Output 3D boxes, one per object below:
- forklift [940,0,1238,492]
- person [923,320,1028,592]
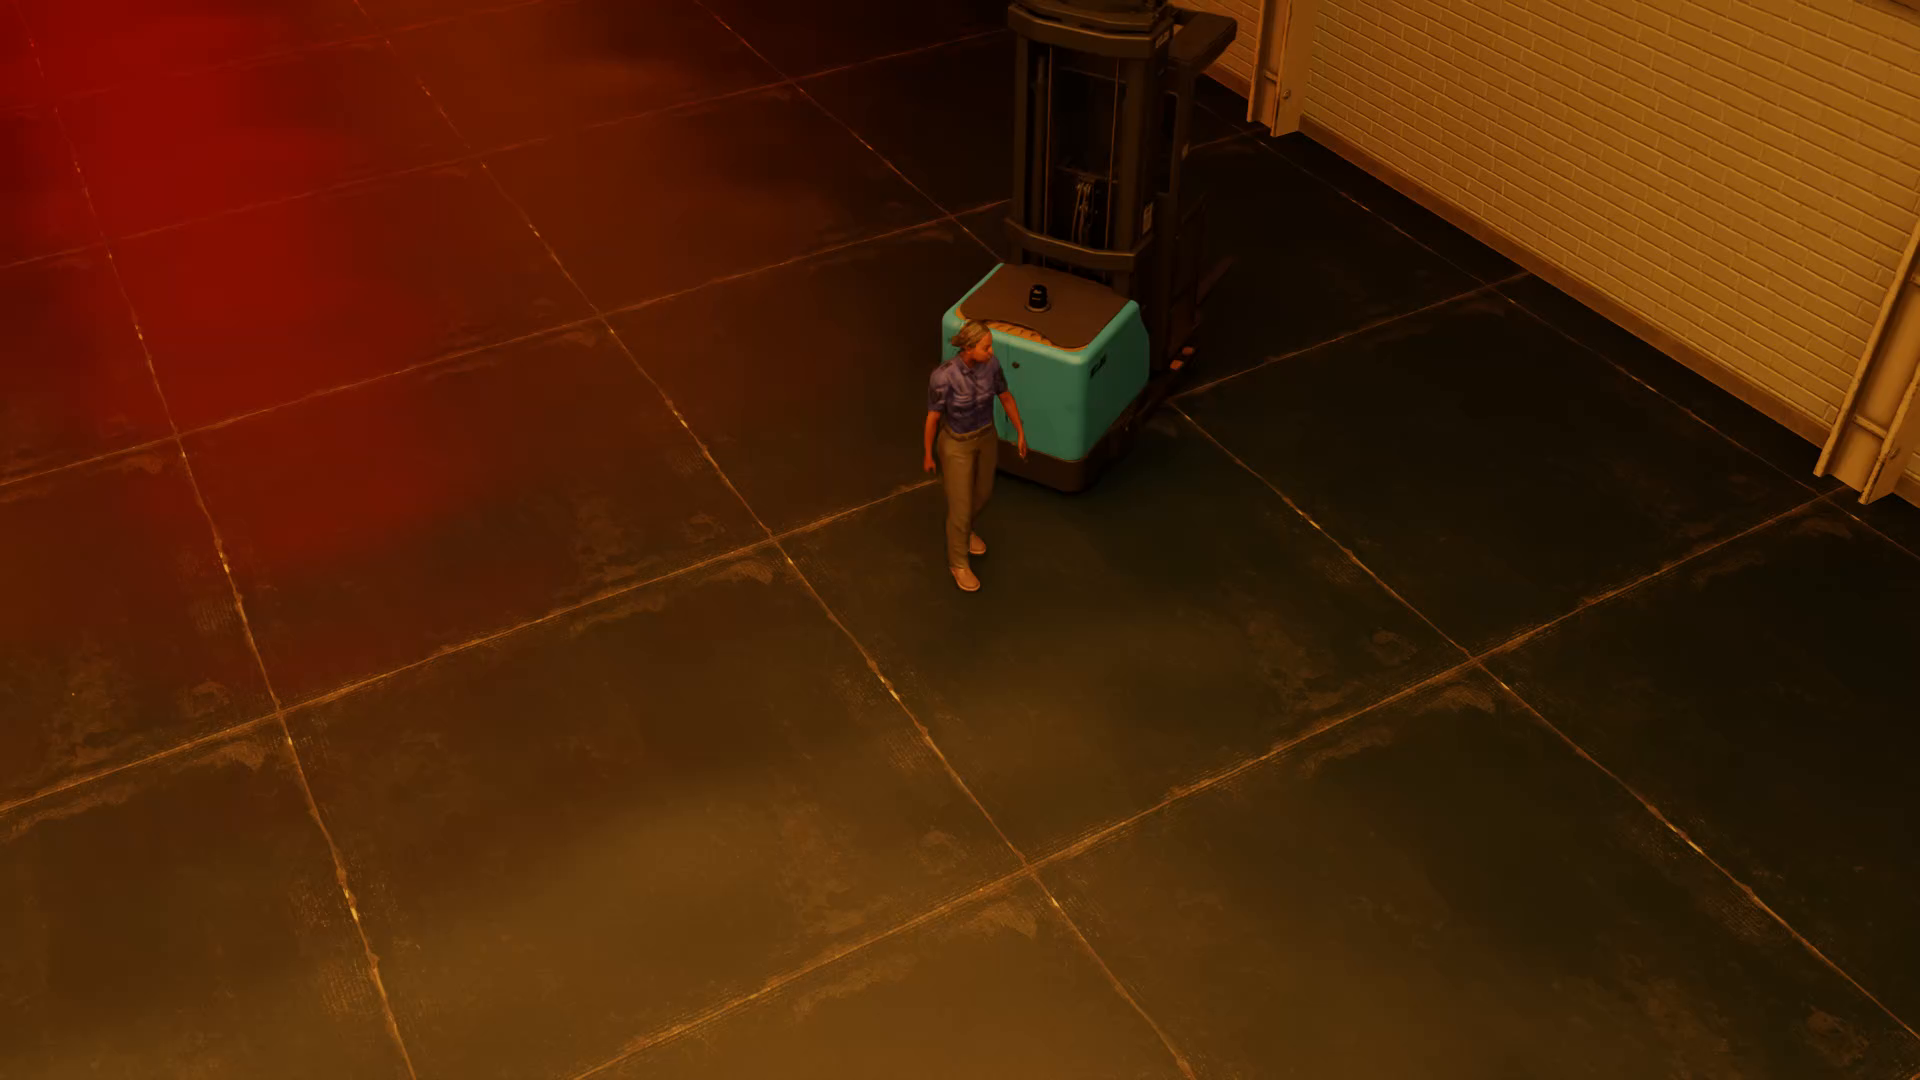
[{"bbox_3d":[1.039,-2.358,10.878,1.130,2.935,3.031,20,44,22],"label":"forklift"},{"bbox_3d":[0.102,-0.526,9.687,0.597,1.638,0.563,-26,46,-28],"label":"person"}]
